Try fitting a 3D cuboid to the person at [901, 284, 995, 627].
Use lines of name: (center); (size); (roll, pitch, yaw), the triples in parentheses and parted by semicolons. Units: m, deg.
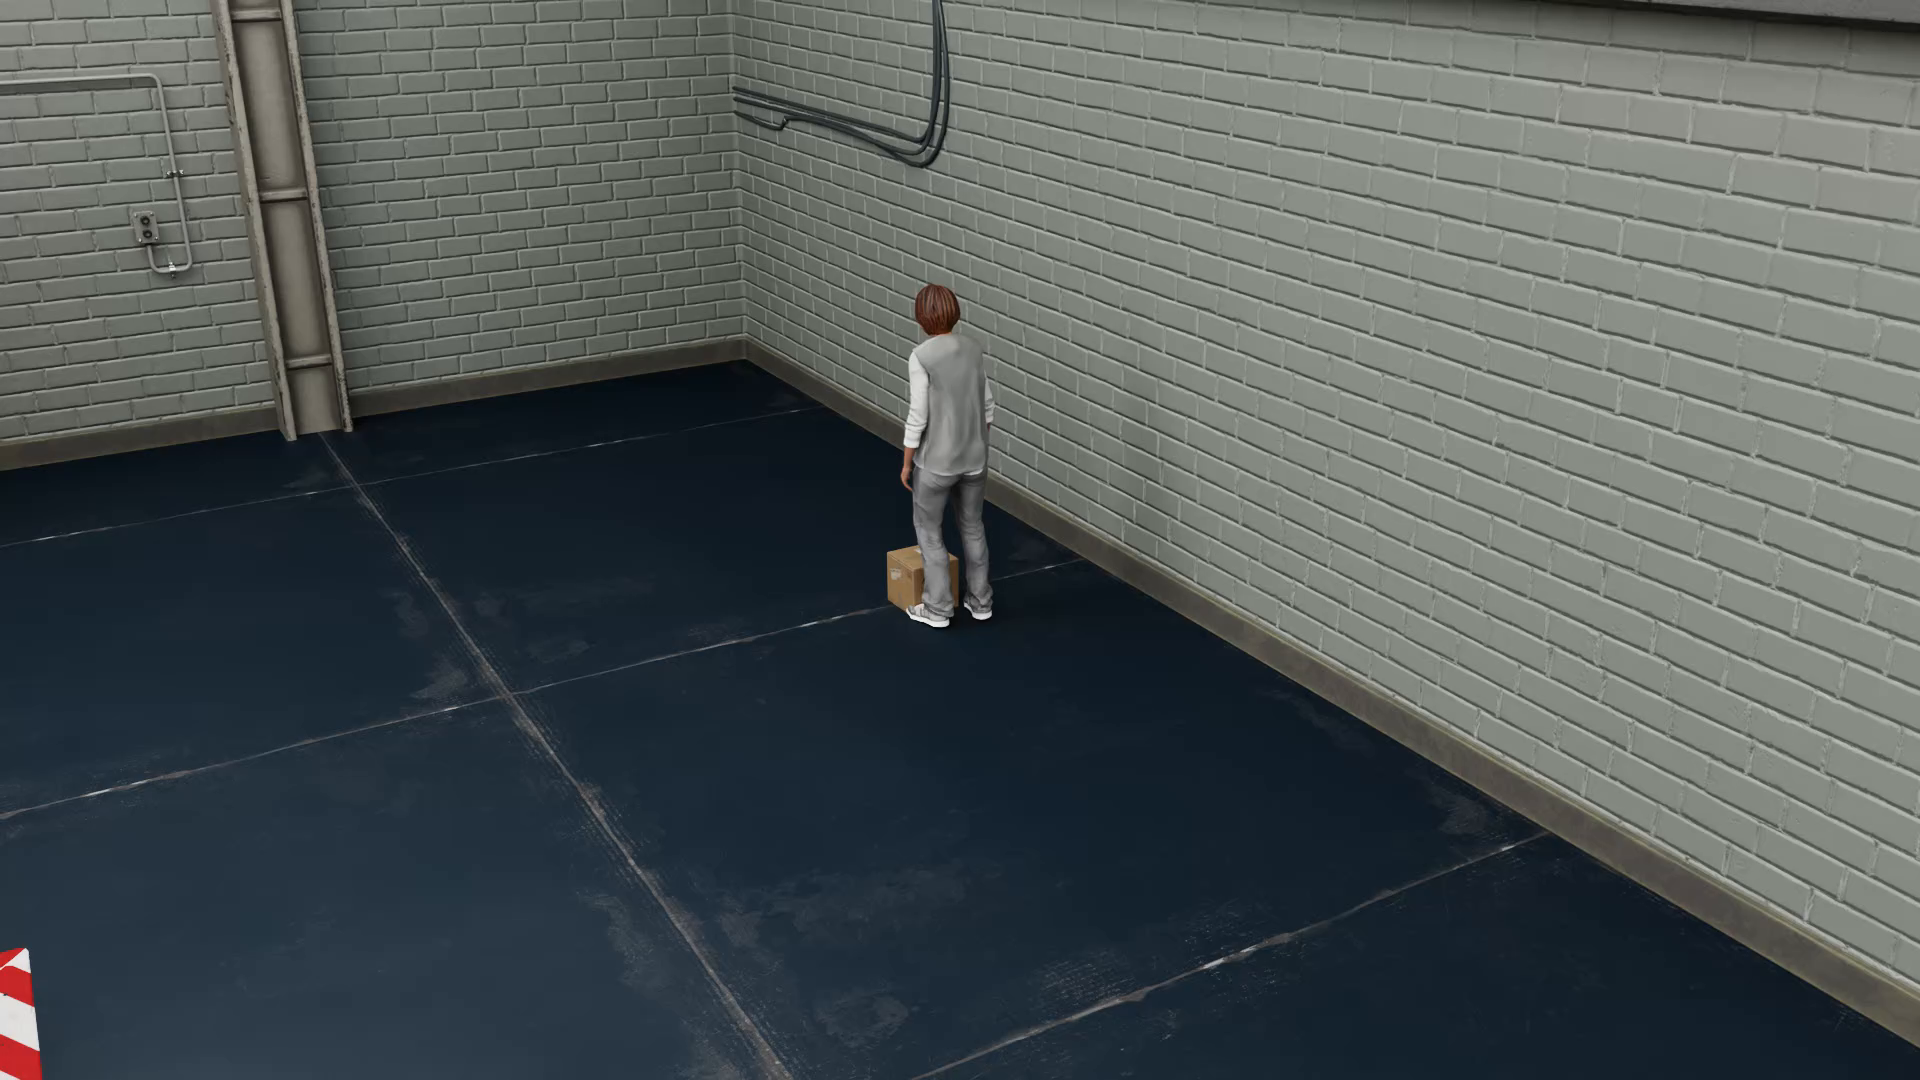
person: (-0.057, -0.361, 7.493); (0.485, 1.593, 0.374); (-14, 26, -31)
